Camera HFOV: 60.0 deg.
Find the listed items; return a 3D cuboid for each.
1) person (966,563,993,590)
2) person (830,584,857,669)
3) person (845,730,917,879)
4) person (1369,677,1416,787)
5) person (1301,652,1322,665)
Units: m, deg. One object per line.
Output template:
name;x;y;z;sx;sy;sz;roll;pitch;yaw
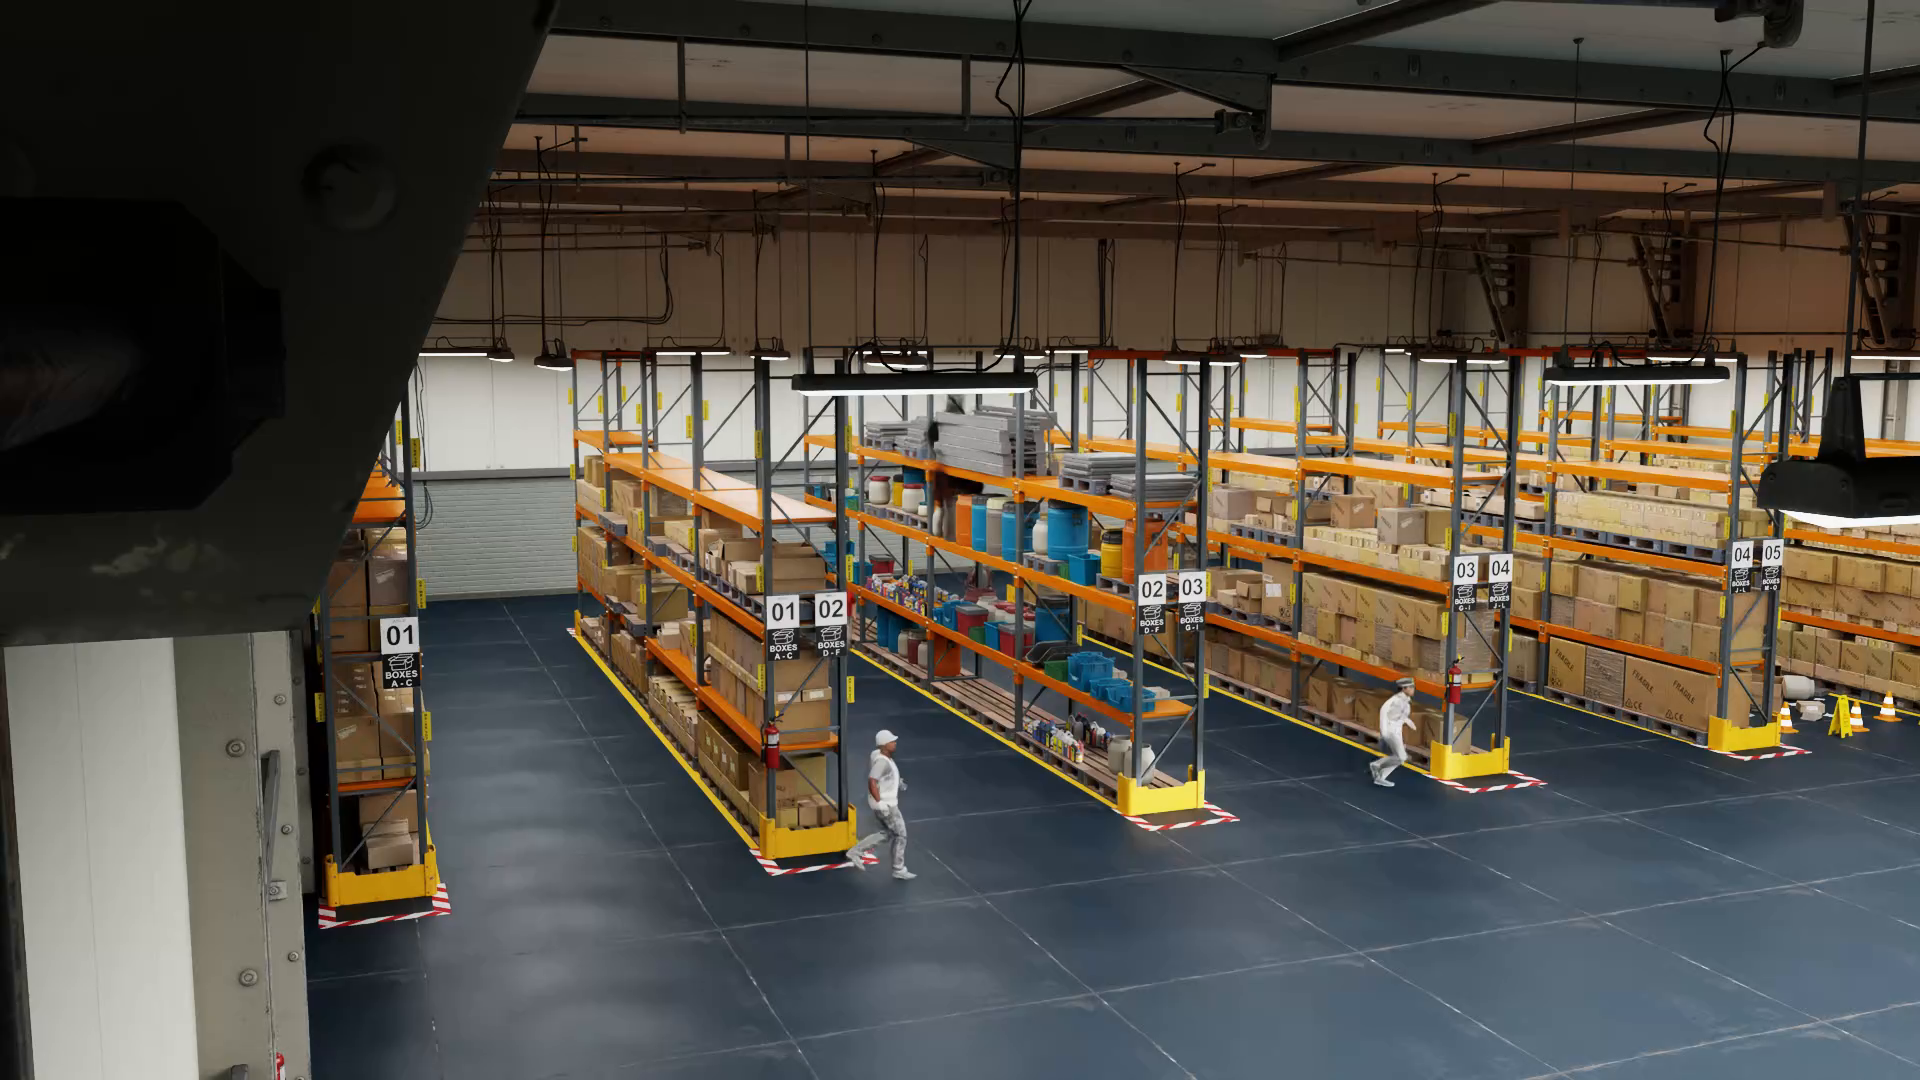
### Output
person;0.433;1.207;34.289;0.712;1.764;0.918;-5;8;-33
person;-2.150;1.509;30.010;0.658;1.715;0.606;-3;8;-19
person;-0.915;3.083;19.278;0.838;1.794;0.717;-1;7;-10
person;6.045;2.673;23.198;0.617;1.570;0.630;4;8;27
person;6.660;1.630;30.960;0.704;1.750;0.687;-3;8;-24
